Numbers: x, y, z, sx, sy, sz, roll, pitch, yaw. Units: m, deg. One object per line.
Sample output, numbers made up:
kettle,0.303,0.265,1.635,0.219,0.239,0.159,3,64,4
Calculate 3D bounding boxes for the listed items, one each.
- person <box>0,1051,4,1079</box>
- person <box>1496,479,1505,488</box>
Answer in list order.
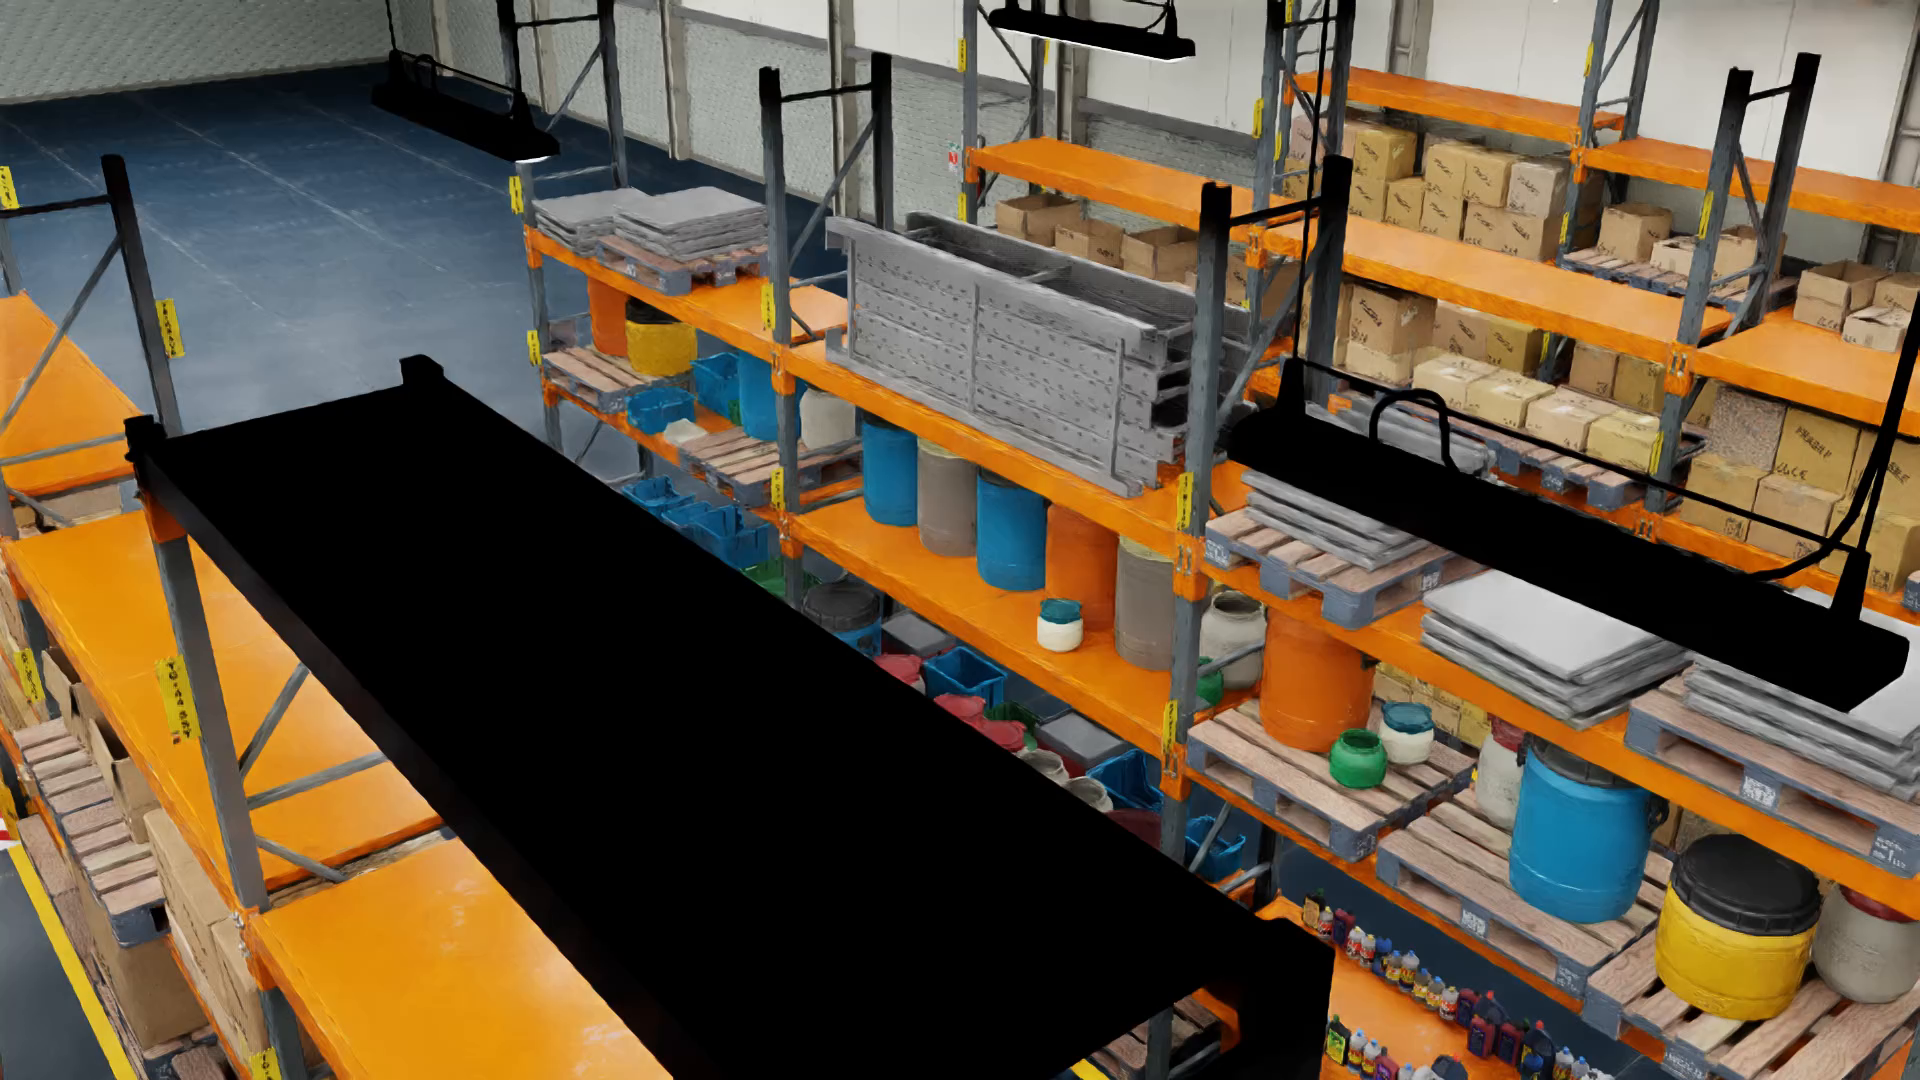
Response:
person,-5.810,3.257,9.766,0.419,1.513,1.037,-21,33,-36
person,5.253,-0.092,16.670,0.429,1.540,0.948,-20,32,-35
